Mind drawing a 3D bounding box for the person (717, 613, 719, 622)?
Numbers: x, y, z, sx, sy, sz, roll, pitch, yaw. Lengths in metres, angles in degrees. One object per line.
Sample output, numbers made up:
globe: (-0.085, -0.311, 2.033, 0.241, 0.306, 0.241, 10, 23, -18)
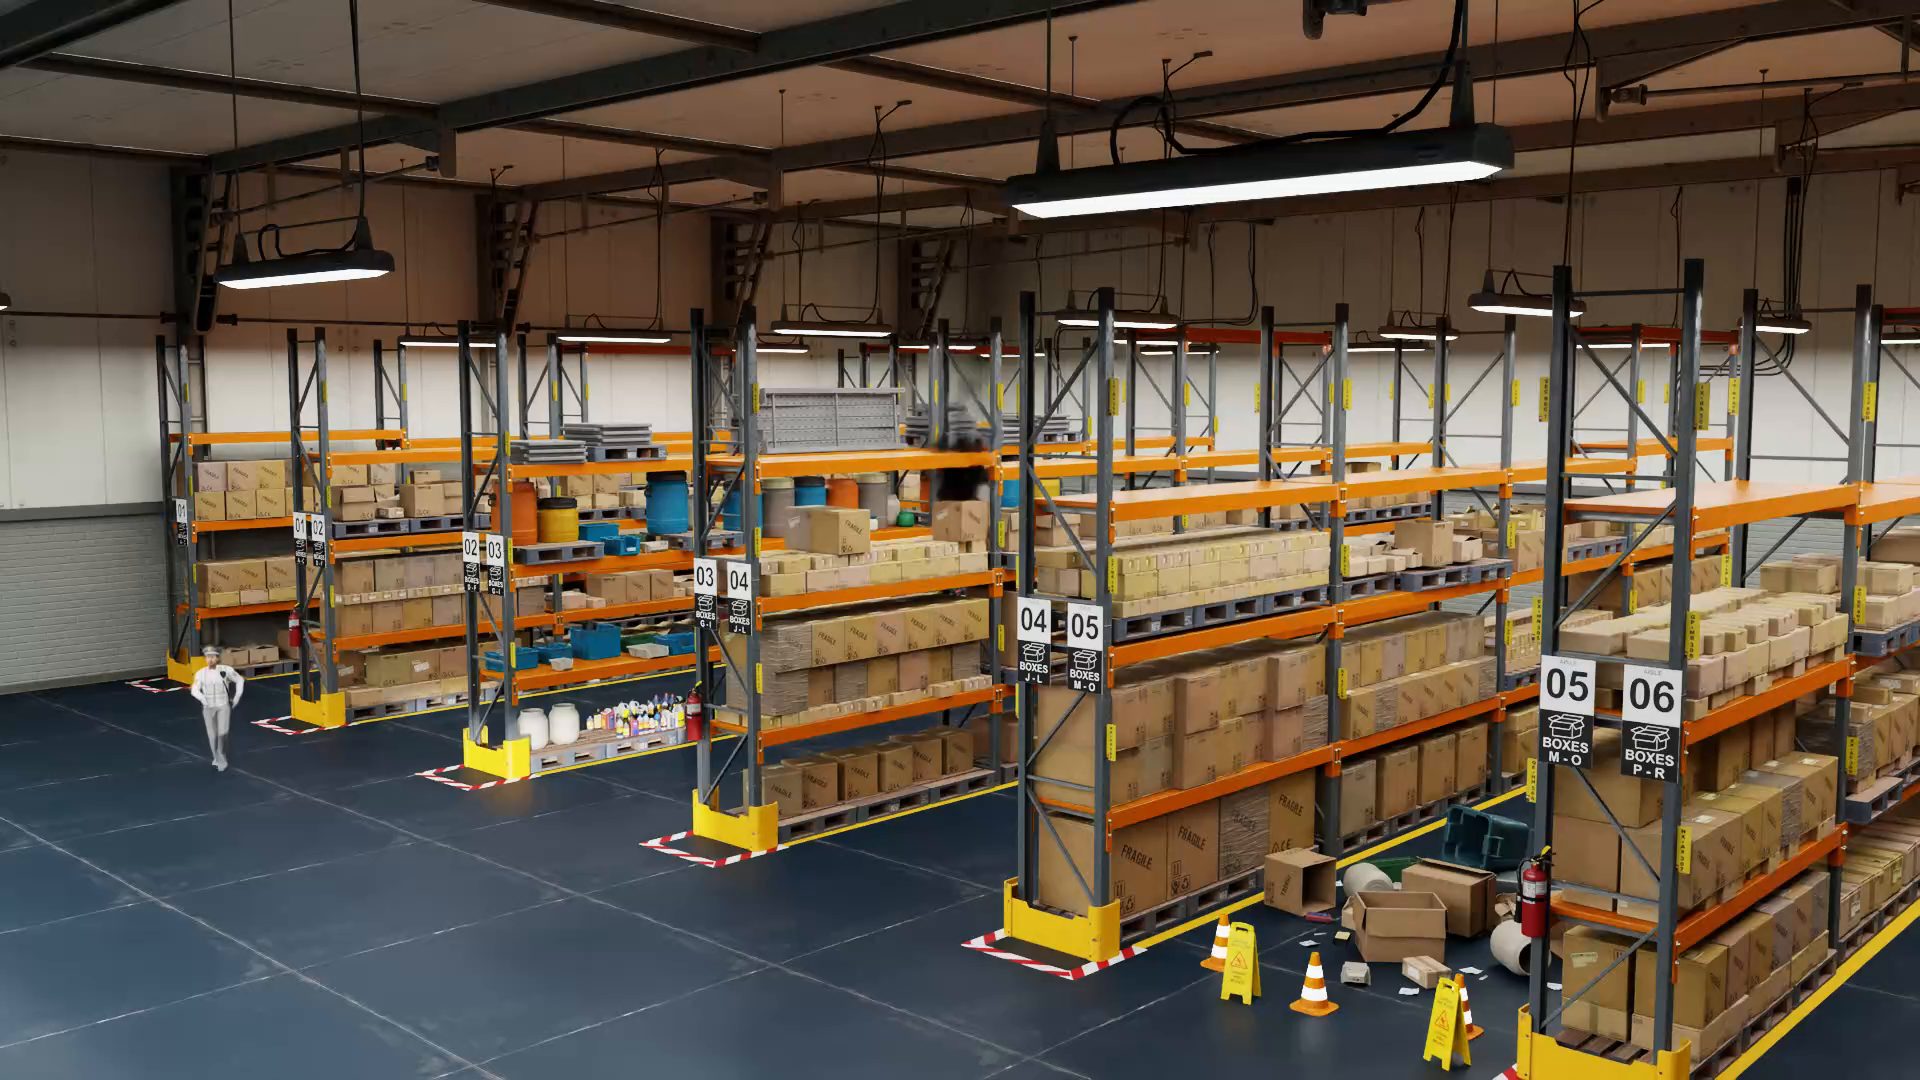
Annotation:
person: (-5.084, 1.081, 34.272, 0.674, 1.721, 0.569, 5, 7, 41)

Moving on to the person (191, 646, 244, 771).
person: (-9.941, 2.250, 22.258, 0.623, 1.678, 0.654, -2, 6, -16)

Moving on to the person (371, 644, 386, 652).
person: (-9.700, 1.693, 27.813, 0.602, 1.663, 0.913, 4, 7, 37)
